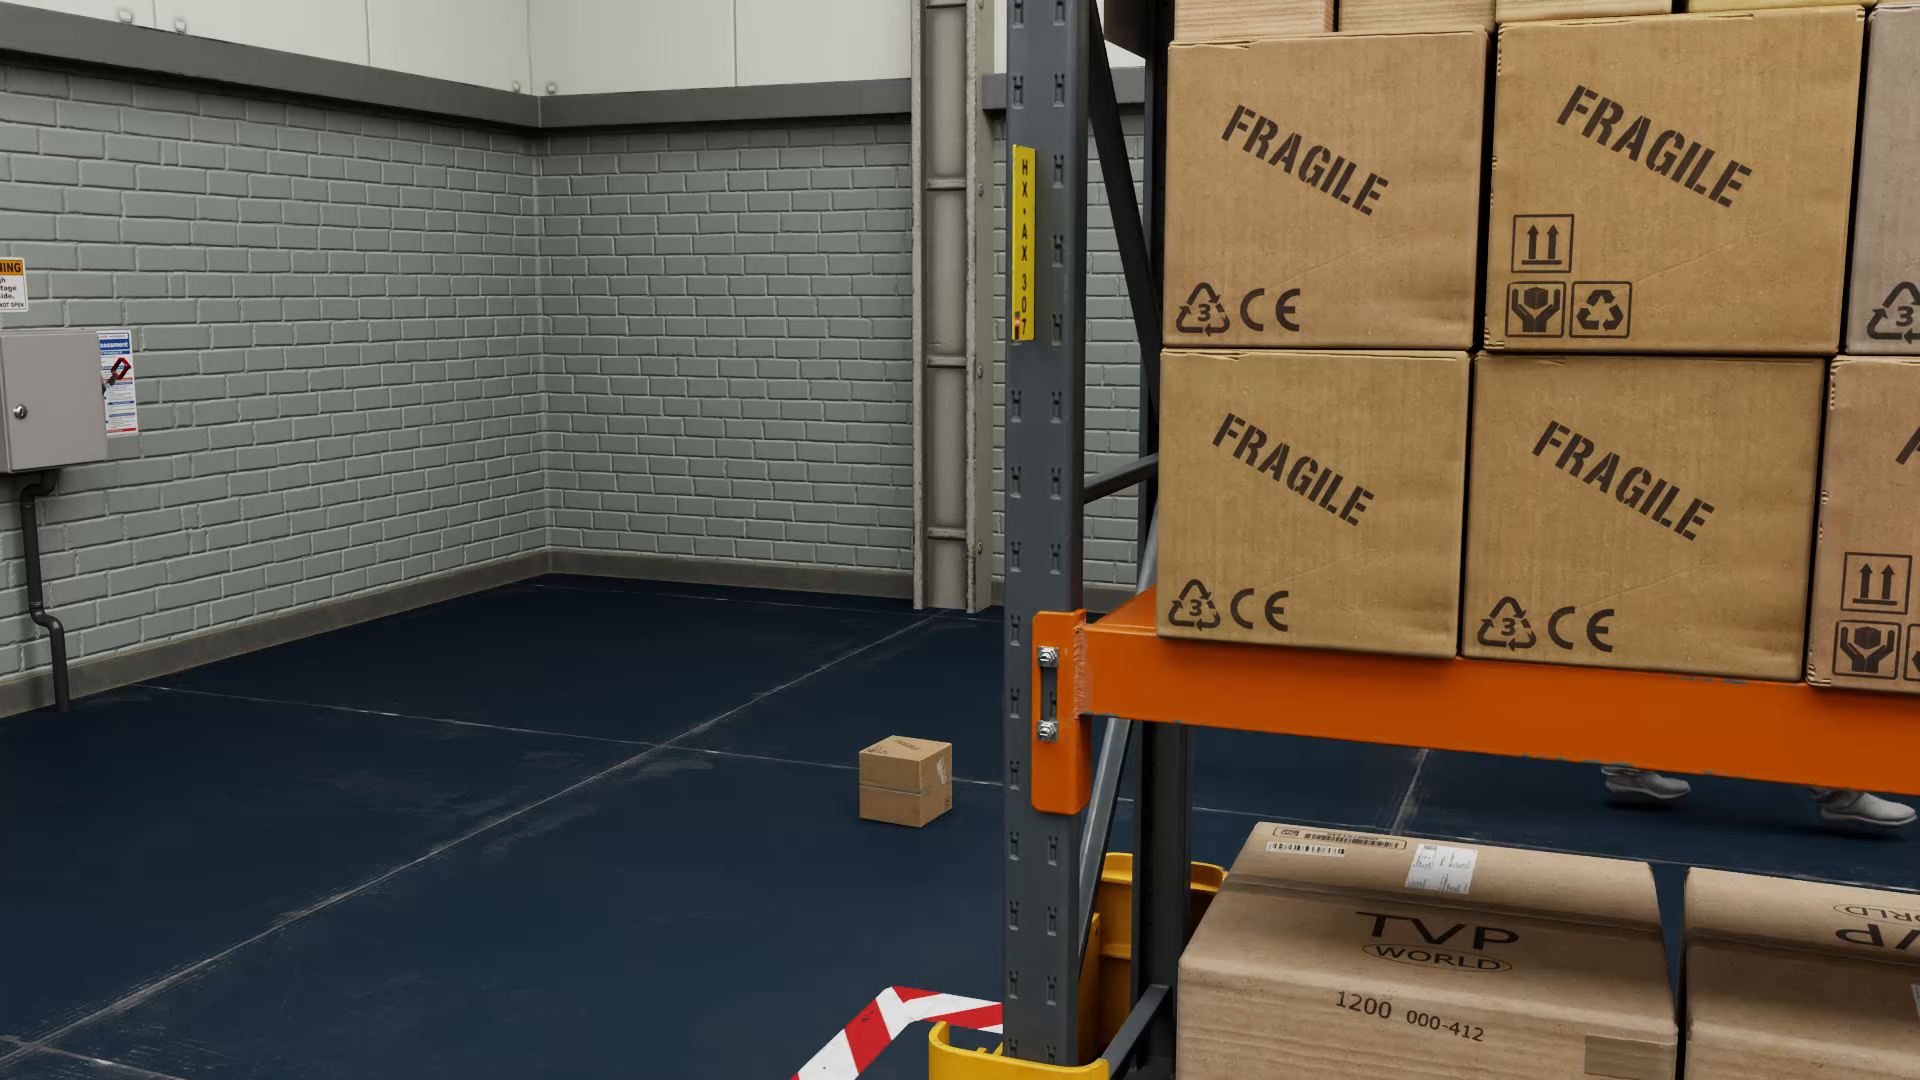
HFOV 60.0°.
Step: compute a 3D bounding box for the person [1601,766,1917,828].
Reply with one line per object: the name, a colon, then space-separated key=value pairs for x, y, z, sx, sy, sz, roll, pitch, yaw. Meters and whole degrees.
person: x=2.859 y=0.116 z=5.901 sx=1.014 sy=1.713 sz=0.543 roll=2 pitch=9 yaw=13
